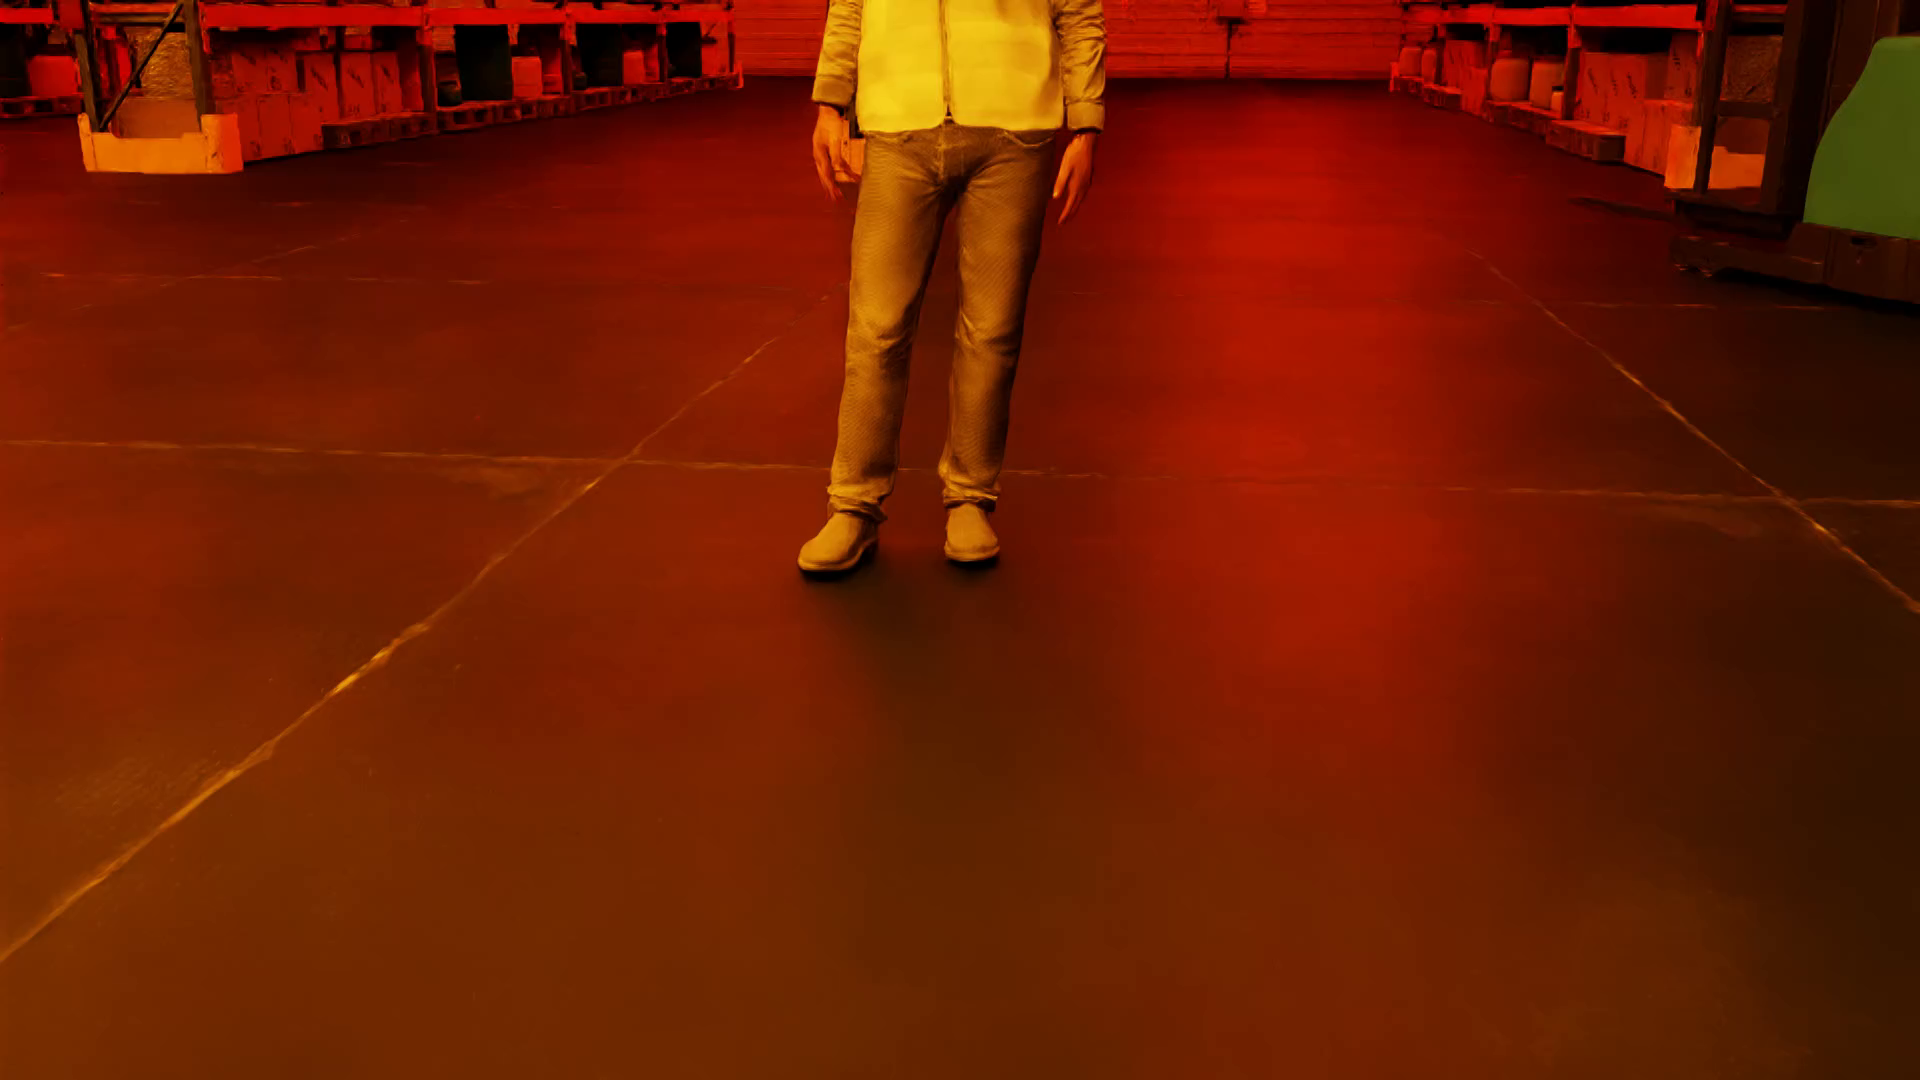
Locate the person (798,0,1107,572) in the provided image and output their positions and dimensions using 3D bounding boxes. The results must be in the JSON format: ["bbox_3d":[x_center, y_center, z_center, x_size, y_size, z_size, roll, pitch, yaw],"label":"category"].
[{"bbox_3d":[-0.016,-0.835,3.499,0.632,1.773,0.567,2,18,7],"label":"person"}]

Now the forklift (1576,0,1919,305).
[{"bbox_3d":[3.998,-2.630,7.293,1.130,2.935,3.031,-4,18,-12],"label":"forklift"}]
